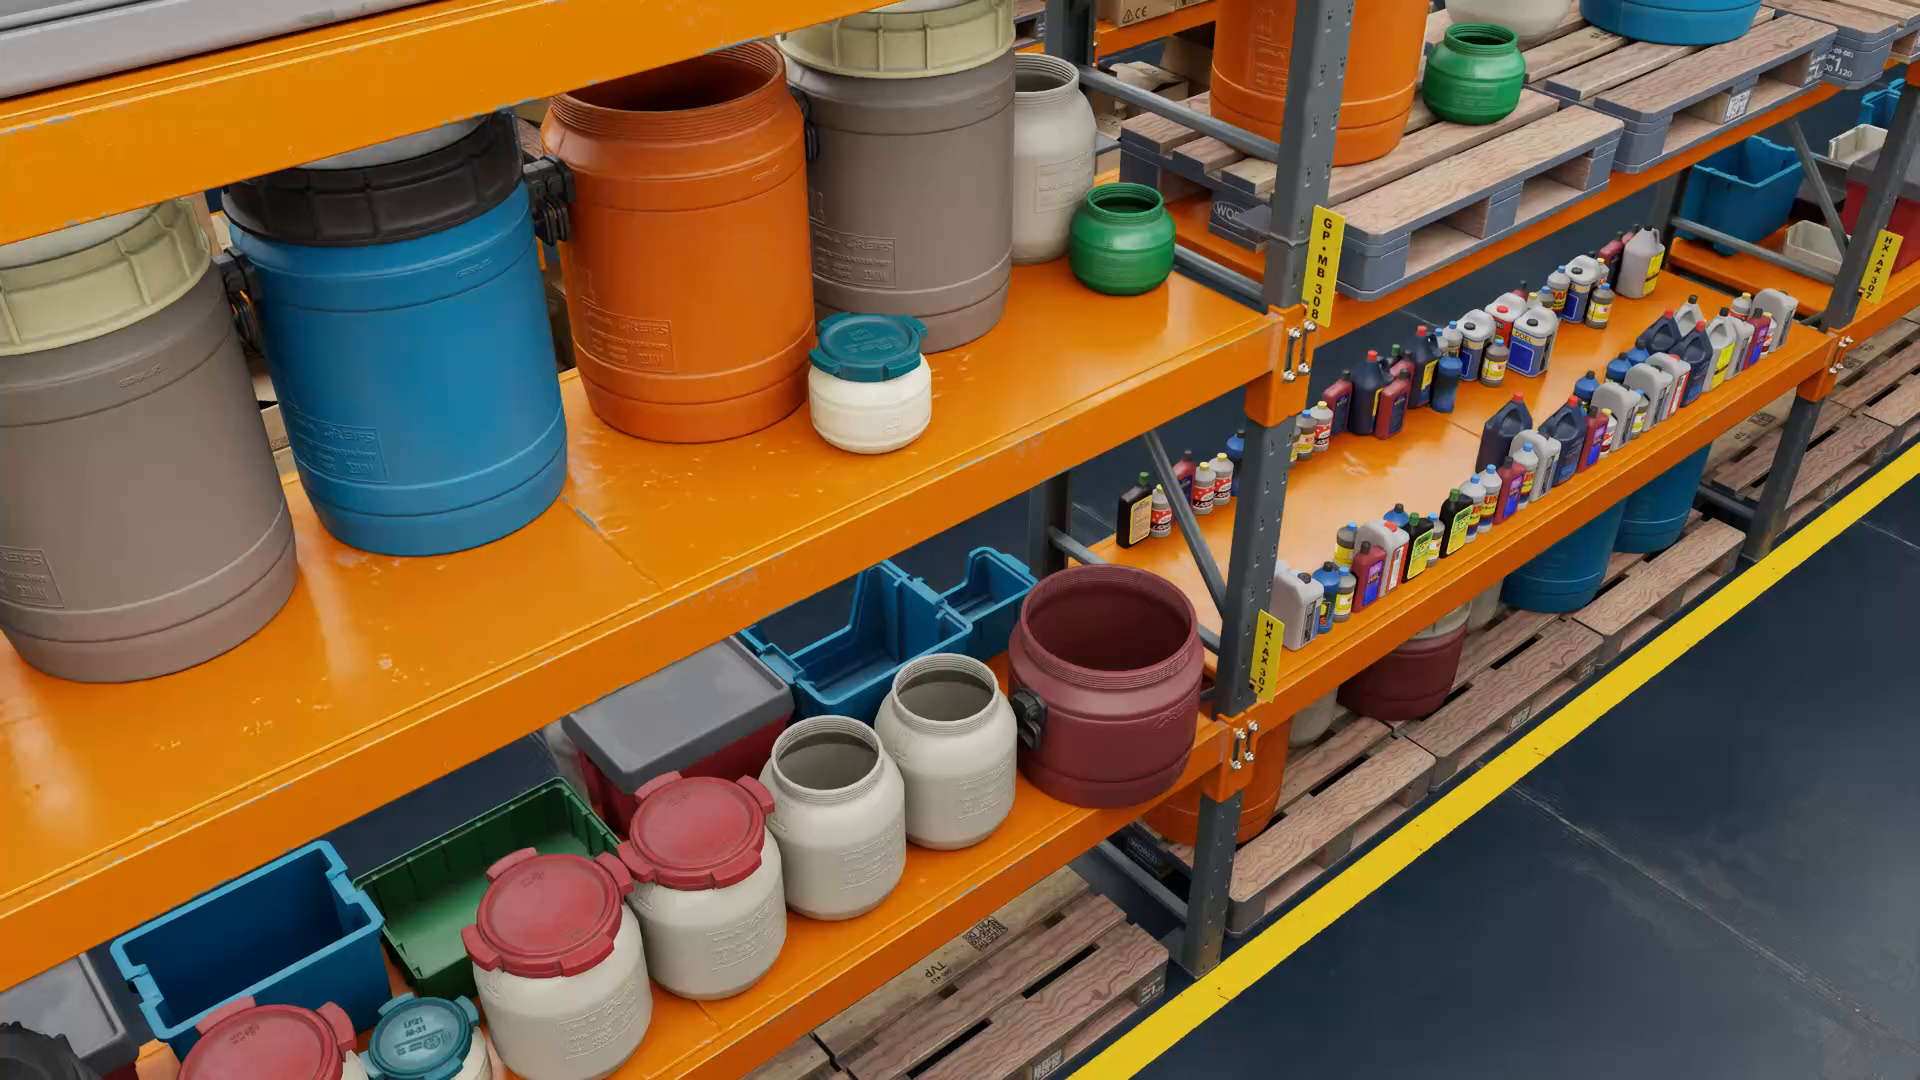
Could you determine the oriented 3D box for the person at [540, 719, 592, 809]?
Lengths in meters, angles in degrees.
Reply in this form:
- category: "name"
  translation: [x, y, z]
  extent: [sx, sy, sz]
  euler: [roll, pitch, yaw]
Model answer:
- category: "person"
  translation: [-1.201, 0.868, 5.895]
  extent: [0.470, 1.589, 0.477]
  euler: [-17, 40, -22]
